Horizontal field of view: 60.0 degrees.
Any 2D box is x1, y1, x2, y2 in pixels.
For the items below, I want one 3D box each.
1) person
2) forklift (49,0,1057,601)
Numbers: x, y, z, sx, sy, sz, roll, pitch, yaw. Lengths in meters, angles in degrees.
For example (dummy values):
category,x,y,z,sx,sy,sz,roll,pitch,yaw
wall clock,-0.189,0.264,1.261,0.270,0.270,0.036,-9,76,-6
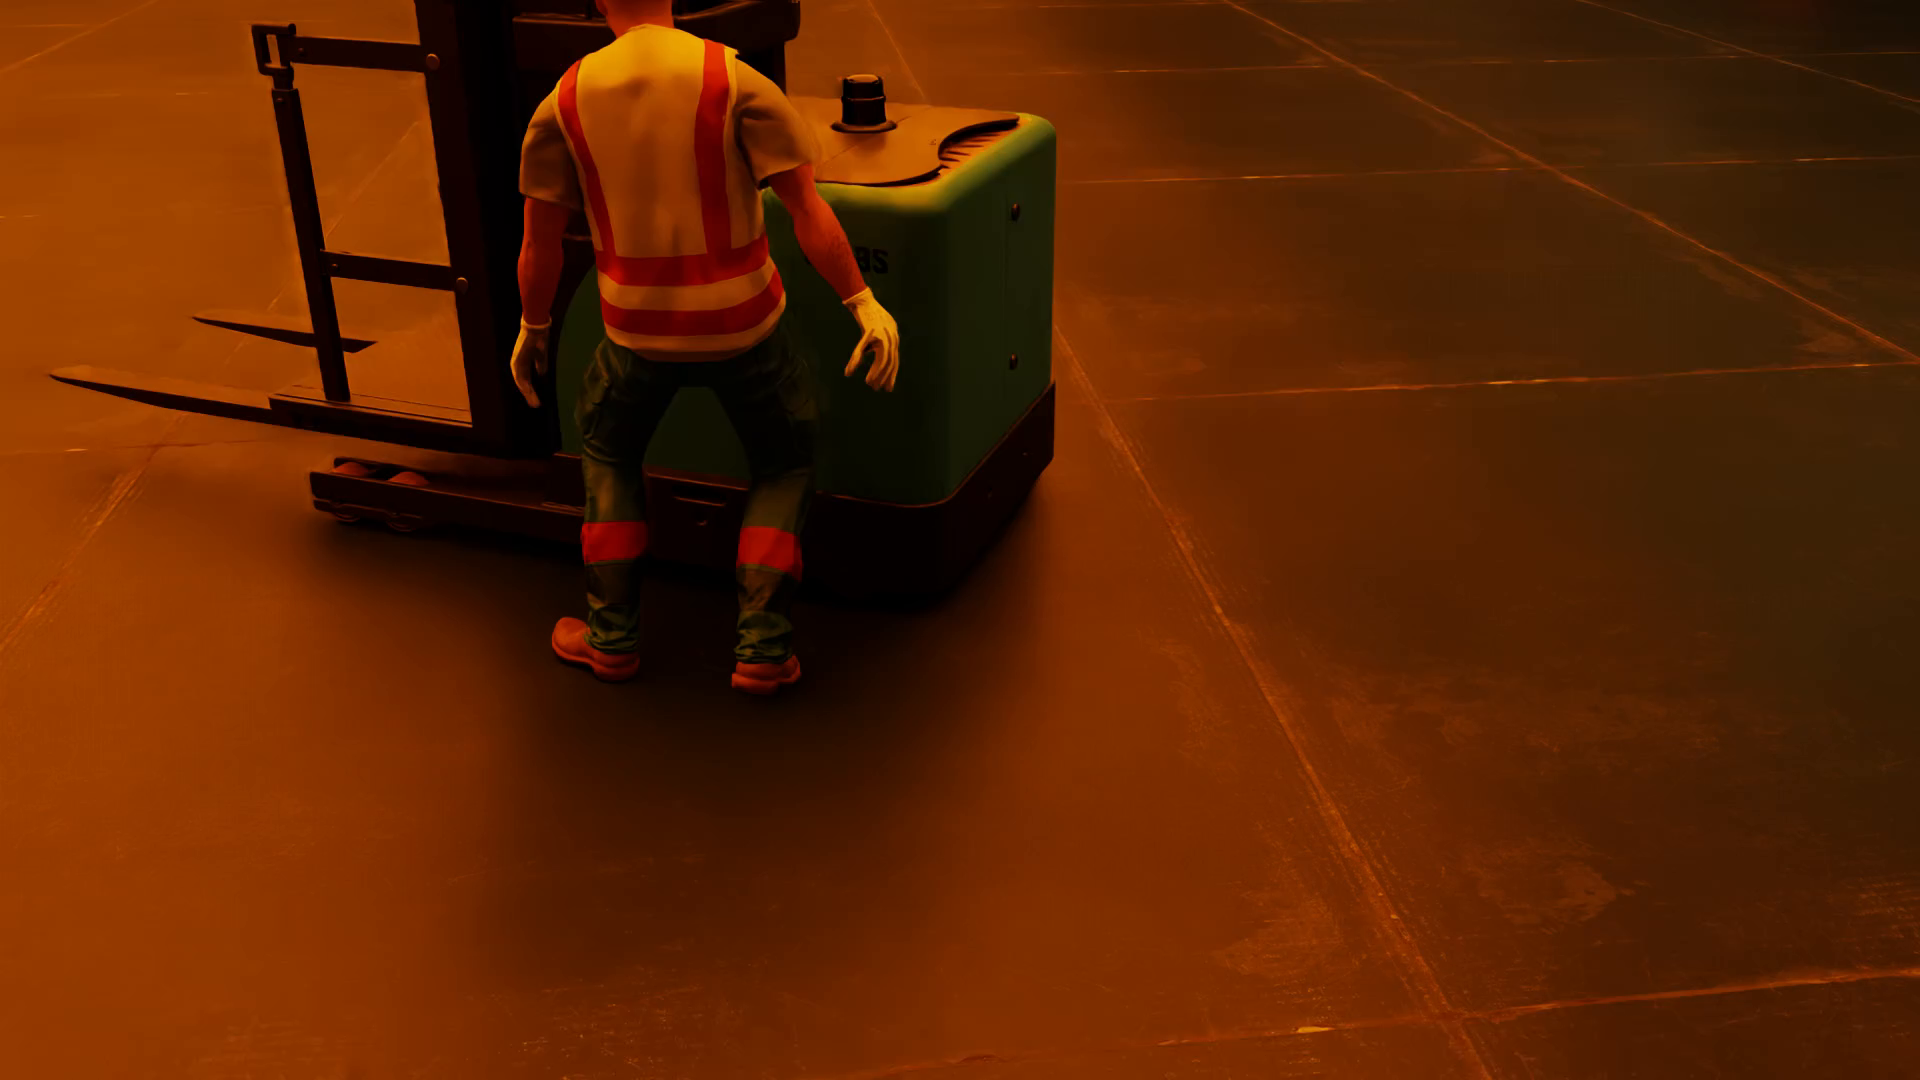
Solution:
category,x,y,z,sx,sy,sz,roll,pitch,yaw
person,-0.562,-0.468,3.618,0.894,1.701,0.510,4,26,8
forklift,-1.294,-1.546,4.437,3.031,2.935,1.130,9,27,18
